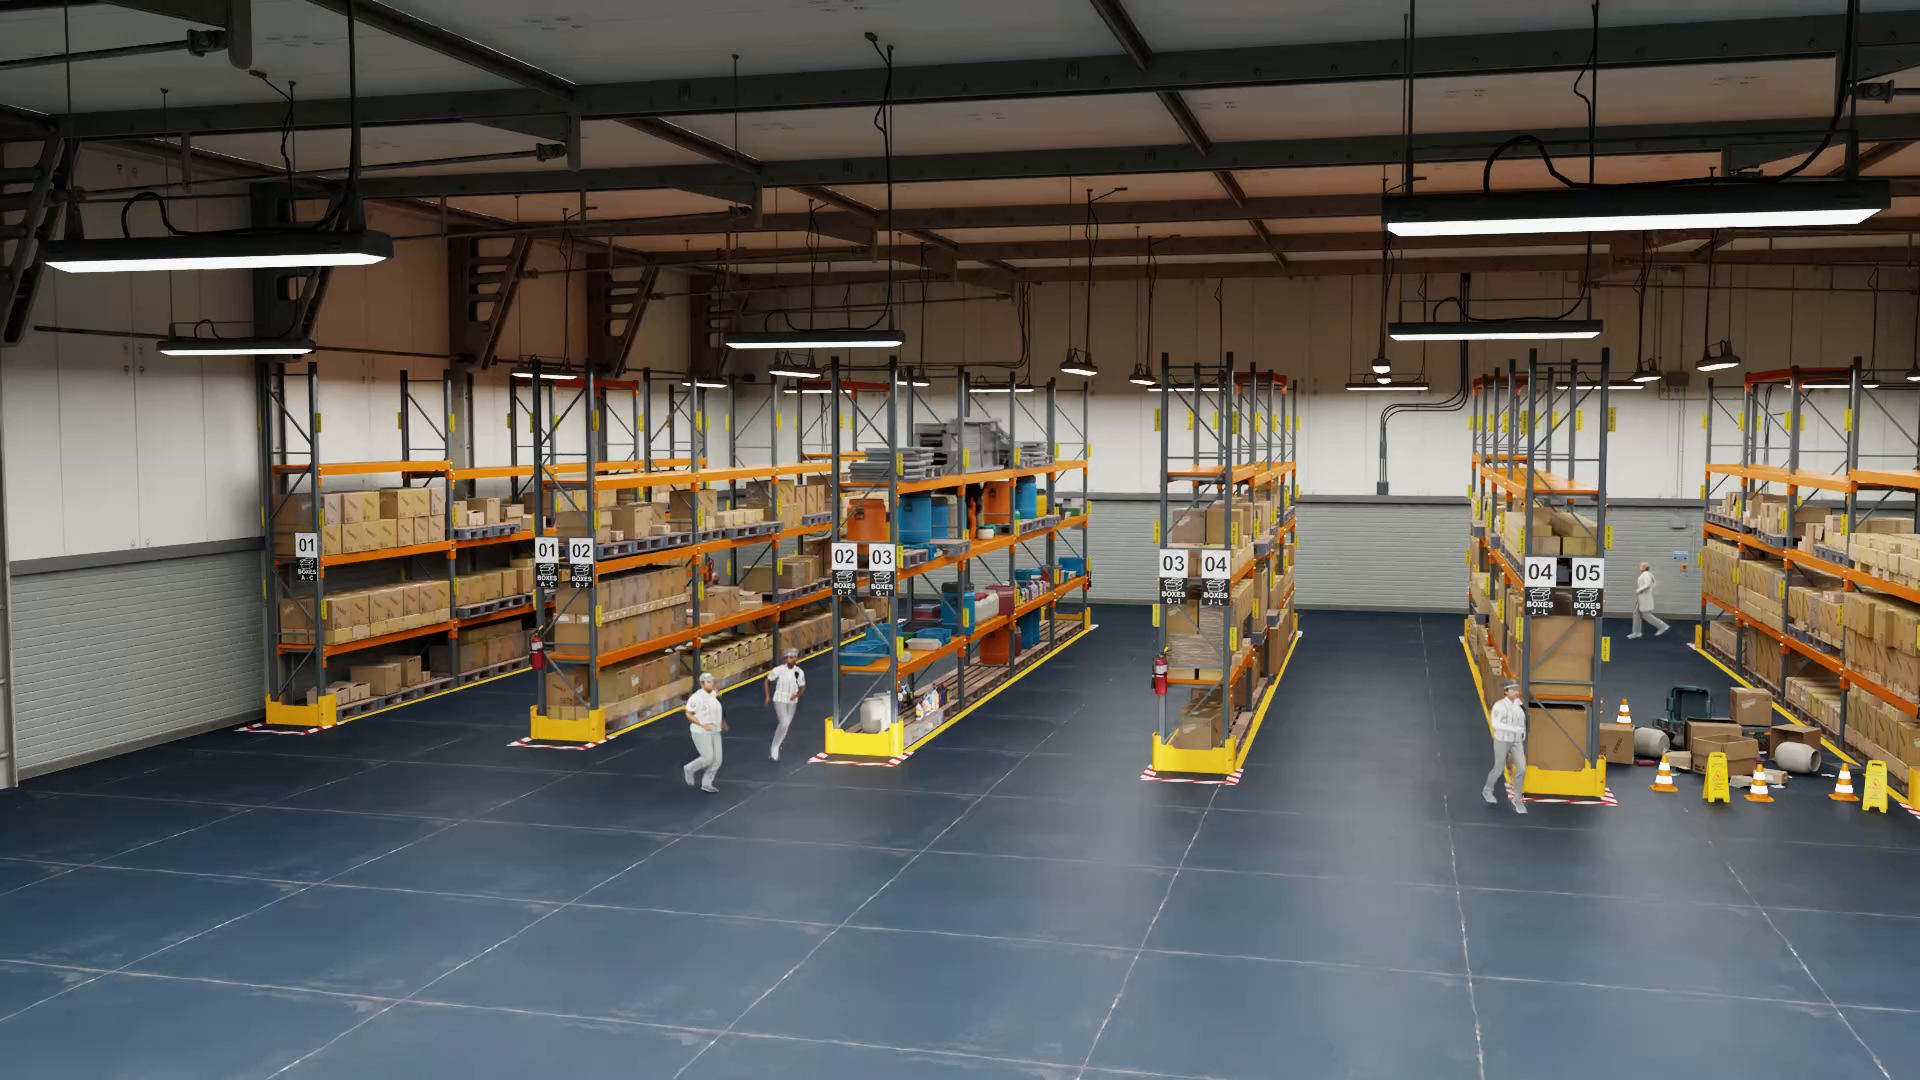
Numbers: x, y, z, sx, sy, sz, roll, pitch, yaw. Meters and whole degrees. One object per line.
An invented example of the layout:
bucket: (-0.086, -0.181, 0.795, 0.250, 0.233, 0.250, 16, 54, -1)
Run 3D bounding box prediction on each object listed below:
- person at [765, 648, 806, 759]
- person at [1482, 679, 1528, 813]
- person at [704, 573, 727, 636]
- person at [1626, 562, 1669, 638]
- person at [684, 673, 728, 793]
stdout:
person: (-2.573, 2.426, 24.728, 0.577, 1.633, 0.627, -2, 4, -23)
person: (7.108, 2.655, 21.560, 0.627, 1.764, 0.739, -1, 4, -20)
person: (-5.318, 1.575, 36.216, 0.718, 1.746, 0.833, 1, 4, 10)
person: (15.914, 1.416, 38.432, 0.931, 1.814, 0.722, 2, 4, 21)
person: (-3.462, 2.605, 22.583, 0.544, 1.621, 0.596, 3, 5, 33)
